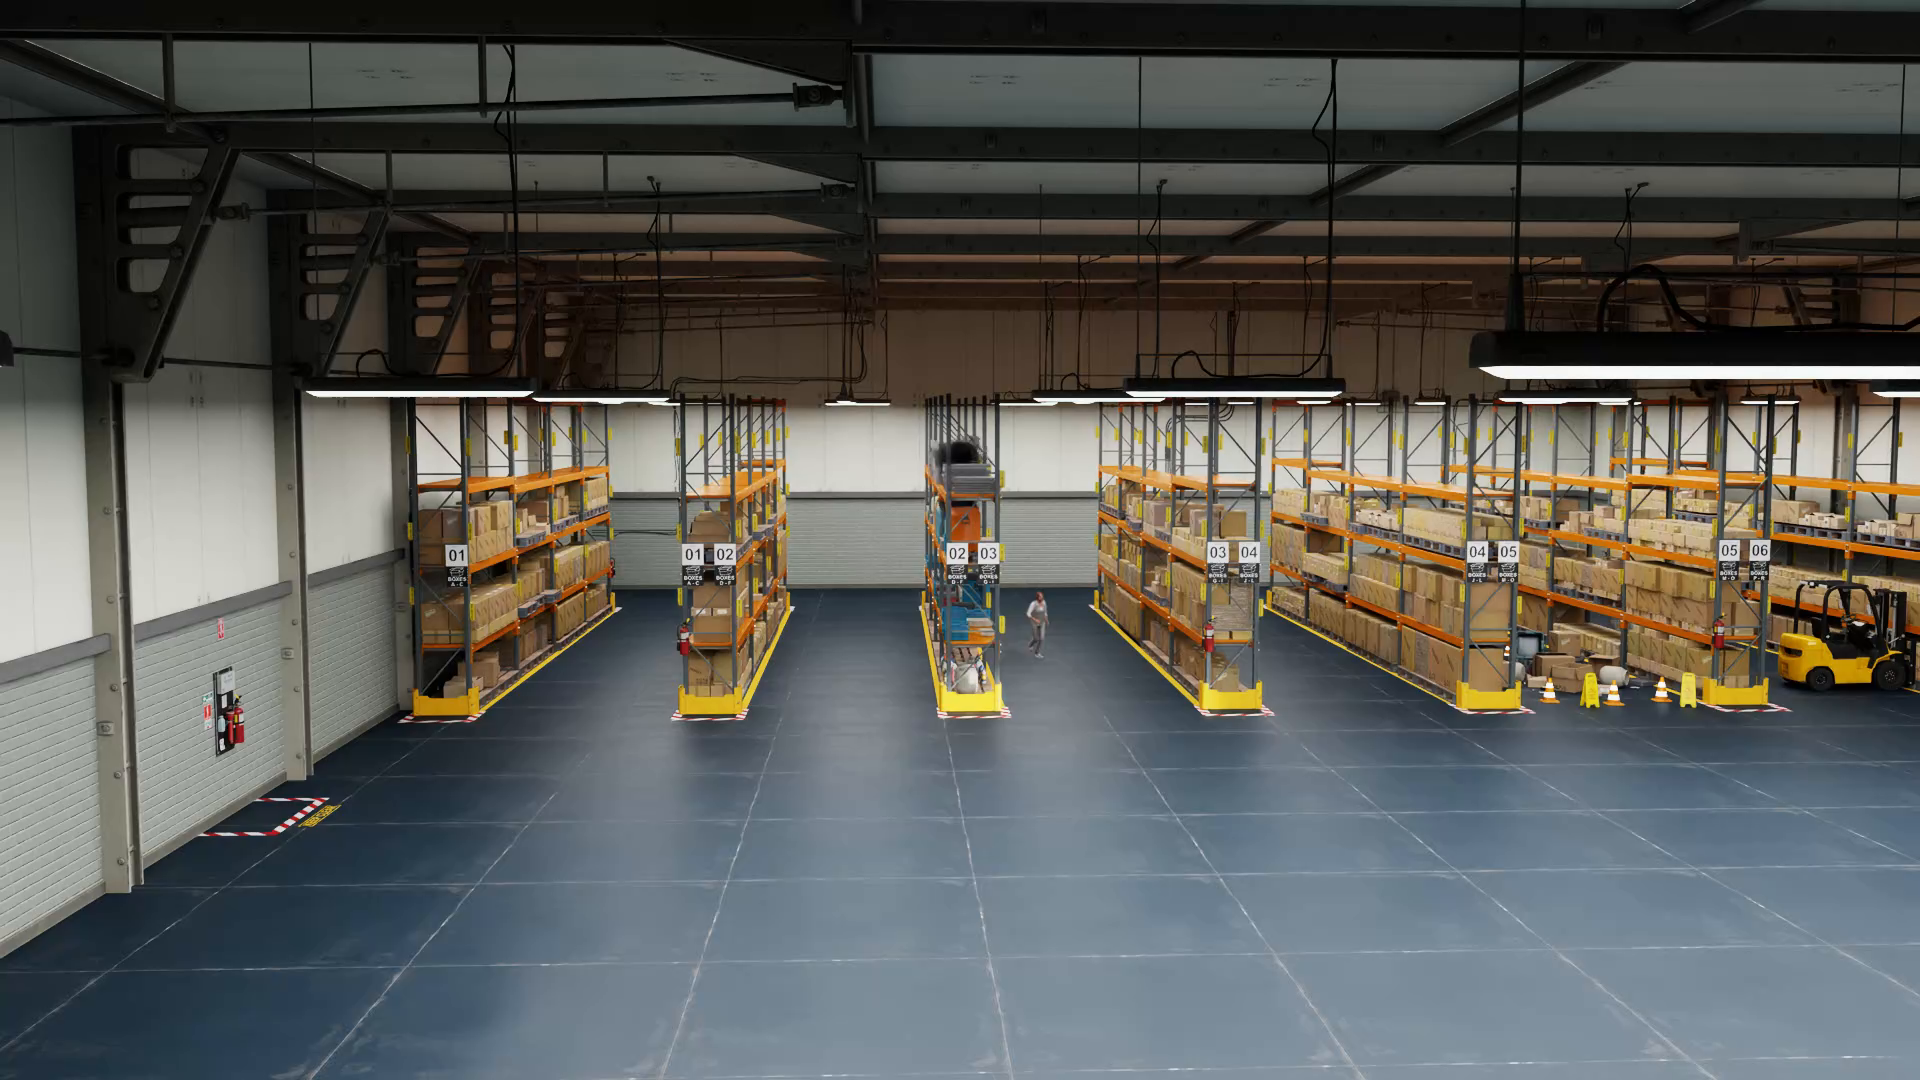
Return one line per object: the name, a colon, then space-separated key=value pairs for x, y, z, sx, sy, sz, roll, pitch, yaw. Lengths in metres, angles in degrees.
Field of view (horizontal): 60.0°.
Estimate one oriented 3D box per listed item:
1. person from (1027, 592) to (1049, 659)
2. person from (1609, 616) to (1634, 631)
person: x=1.765 y=1.949 z=38.272 sx=0.539 sy=1.530 sz=0.685 roll=-2 pitch=5 yaw=-21
person: x=16.481 y=1.589 z=41.382 sx=0.642 sy=1.709 sz=0.968 roll=-1 pitch=5 yaw=-9
